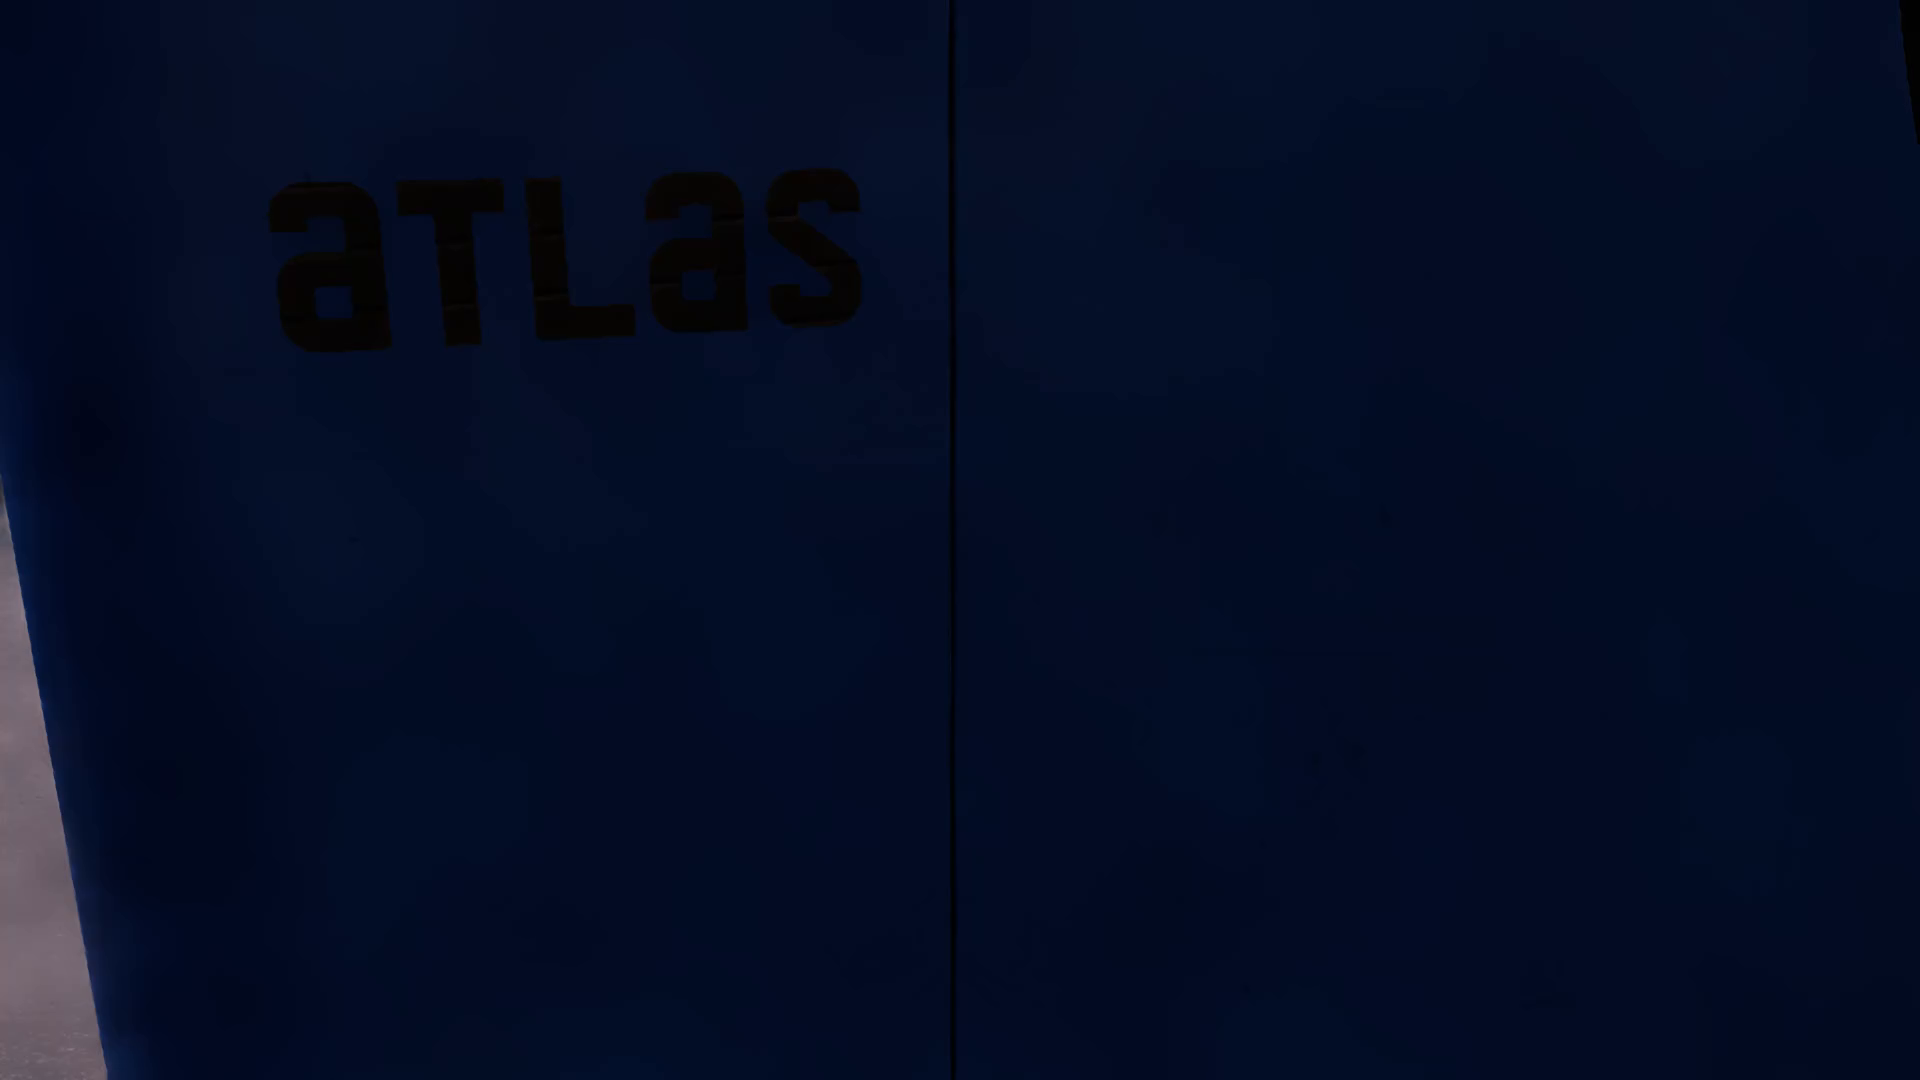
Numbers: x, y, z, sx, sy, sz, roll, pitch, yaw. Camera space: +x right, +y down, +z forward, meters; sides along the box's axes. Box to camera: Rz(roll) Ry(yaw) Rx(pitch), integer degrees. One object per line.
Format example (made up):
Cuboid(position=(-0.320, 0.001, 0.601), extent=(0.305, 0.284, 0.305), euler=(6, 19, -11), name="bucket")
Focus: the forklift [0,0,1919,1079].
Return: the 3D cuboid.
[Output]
Cuboid(position=(0.928, -0.886, 1.281), extent=(3.031, 2.935, 1.130), euler=(-5, 18, -17), name="forklift")
